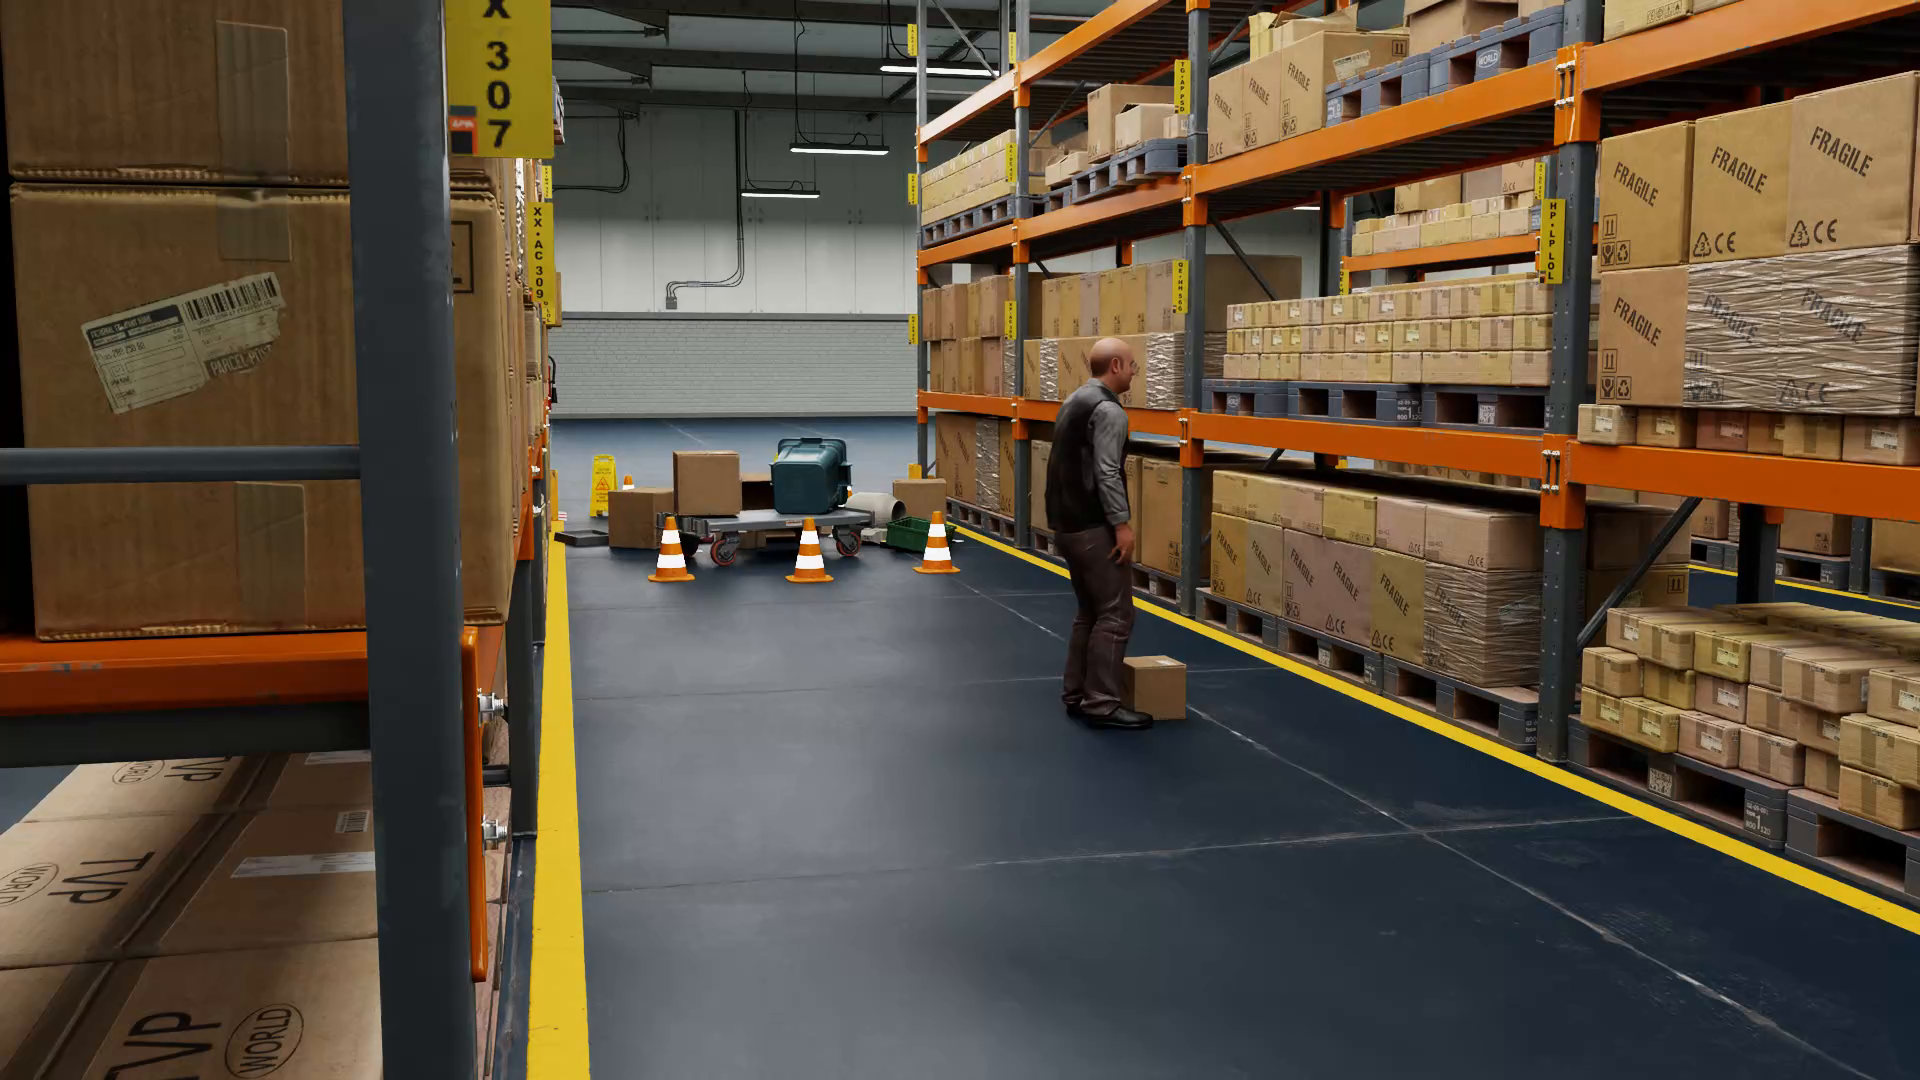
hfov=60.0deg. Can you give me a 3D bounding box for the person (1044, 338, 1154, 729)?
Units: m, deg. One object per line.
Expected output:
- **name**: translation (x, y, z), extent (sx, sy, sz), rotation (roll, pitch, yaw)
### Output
- **person**: translation (0.601, -0.043, 7.460), extent (0.421, 1.720, 0.578), rotation (-2, 6, -15)
